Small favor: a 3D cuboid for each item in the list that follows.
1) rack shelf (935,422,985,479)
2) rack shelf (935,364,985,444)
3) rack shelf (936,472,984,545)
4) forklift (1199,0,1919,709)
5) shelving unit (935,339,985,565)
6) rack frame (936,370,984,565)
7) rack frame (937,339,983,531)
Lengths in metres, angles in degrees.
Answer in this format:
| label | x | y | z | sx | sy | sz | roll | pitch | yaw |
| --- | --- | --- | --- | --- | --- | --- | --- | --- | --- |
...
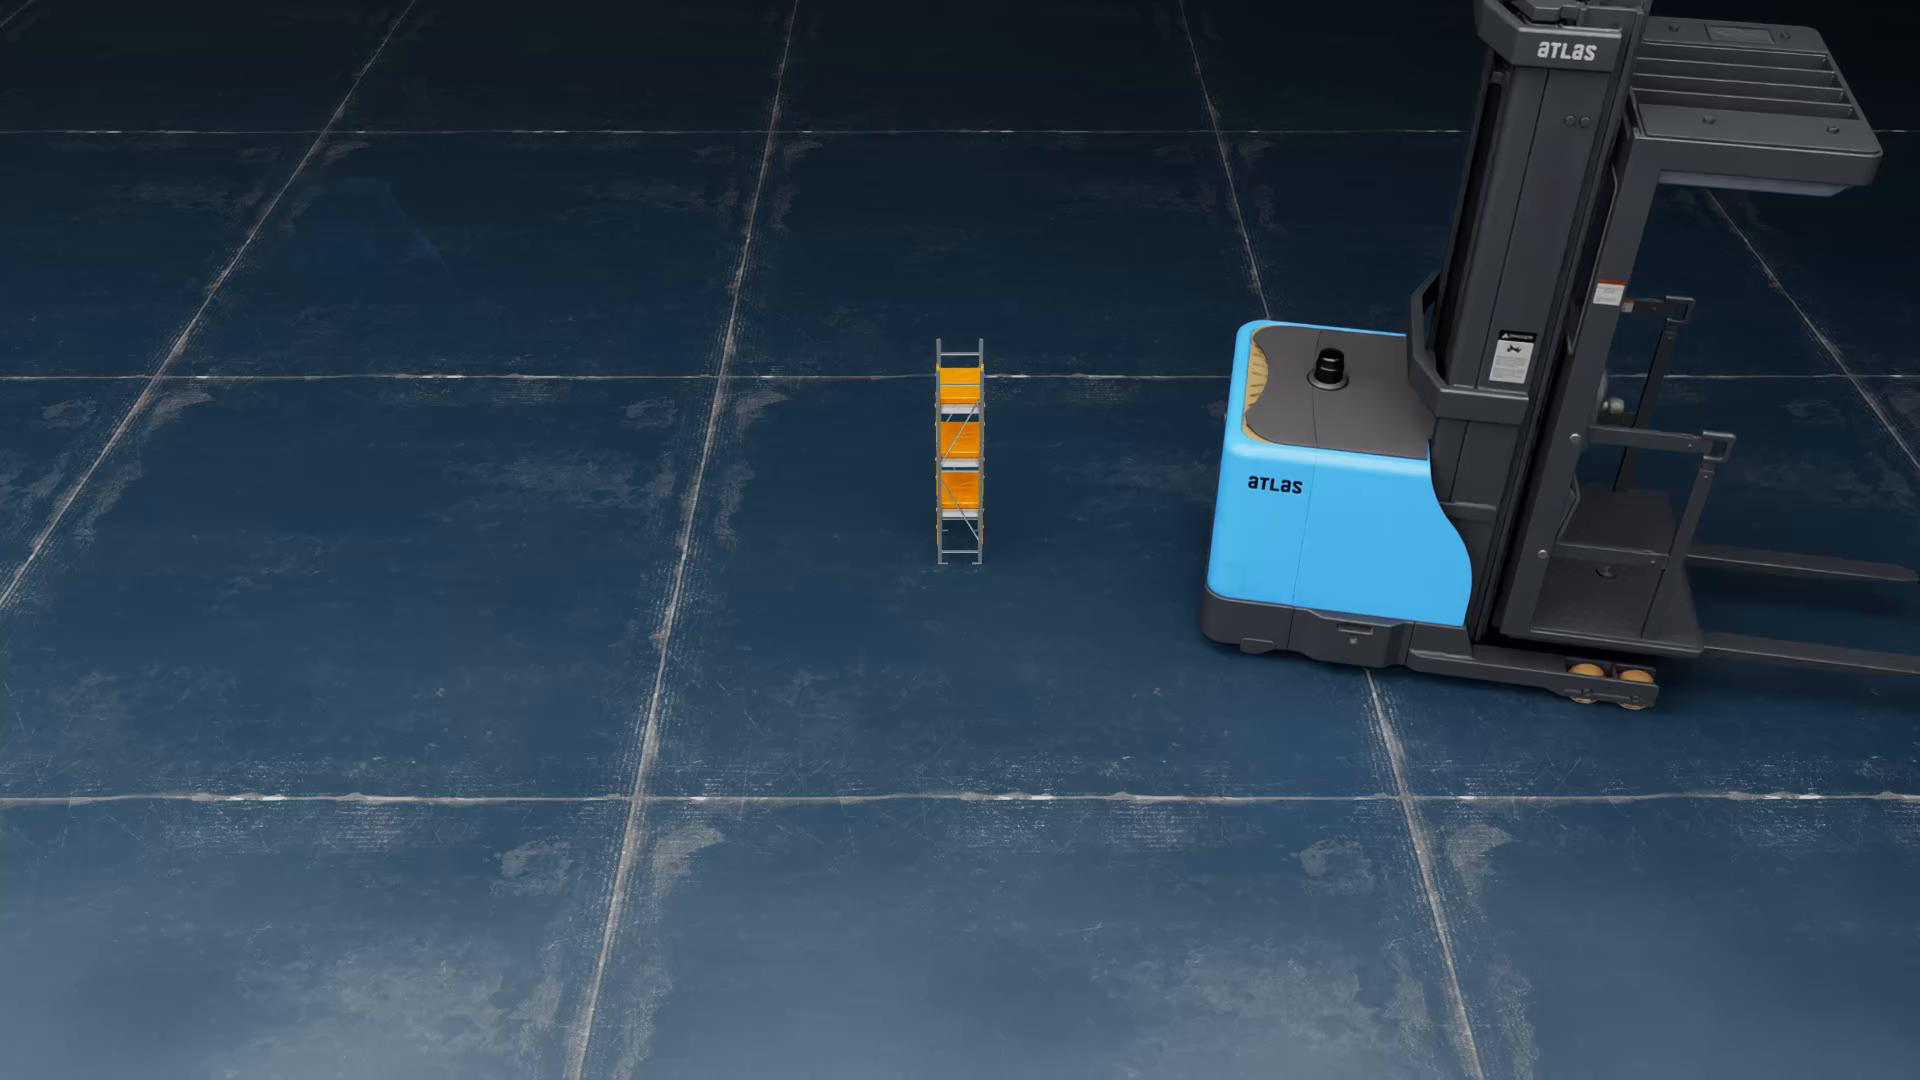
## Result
| label | x | y | z | sx | sy | sz | roll | pitch | yaw |
| --- | --- | --- | --- | --- | --- | --- | --- | --- | --- |
| rack shelf | 0.000 | -0.368 | 7.387 | 0.215 | 0.259 | 0.240 | 0 | 39 | 0 |
| rack shelf | 0.000 | -0.589 | 7.209 | 0.215 | 0.259 | 0.240 | 0 | 39 | 0 |
| rack shelf | 0.000 | -0.151 | 7.560 | 0.215 | 0.259 | 0.240 | 0 | 39 | 0 |
| forklift | 2.600 | -0.806 | 6.413 | 3.031 | 2.935 | 1.130 | 7 | 39 | 8 |
| shelving unit | 0.000 | -0.376 | 7.380 | 0.215 | 1.050 | 0.252 | 0 | 39 | 0 |
| rack frame | 0.000 | -0.300 | 7.285 | 0.200 | 1.050 | 0.008 | 0 | 39 | 0 |
| rack frame | 0.000 | -0.453 | 7.475 | 0.200 | 1.050 | 0.008 | 0 | 39 | 0 |
